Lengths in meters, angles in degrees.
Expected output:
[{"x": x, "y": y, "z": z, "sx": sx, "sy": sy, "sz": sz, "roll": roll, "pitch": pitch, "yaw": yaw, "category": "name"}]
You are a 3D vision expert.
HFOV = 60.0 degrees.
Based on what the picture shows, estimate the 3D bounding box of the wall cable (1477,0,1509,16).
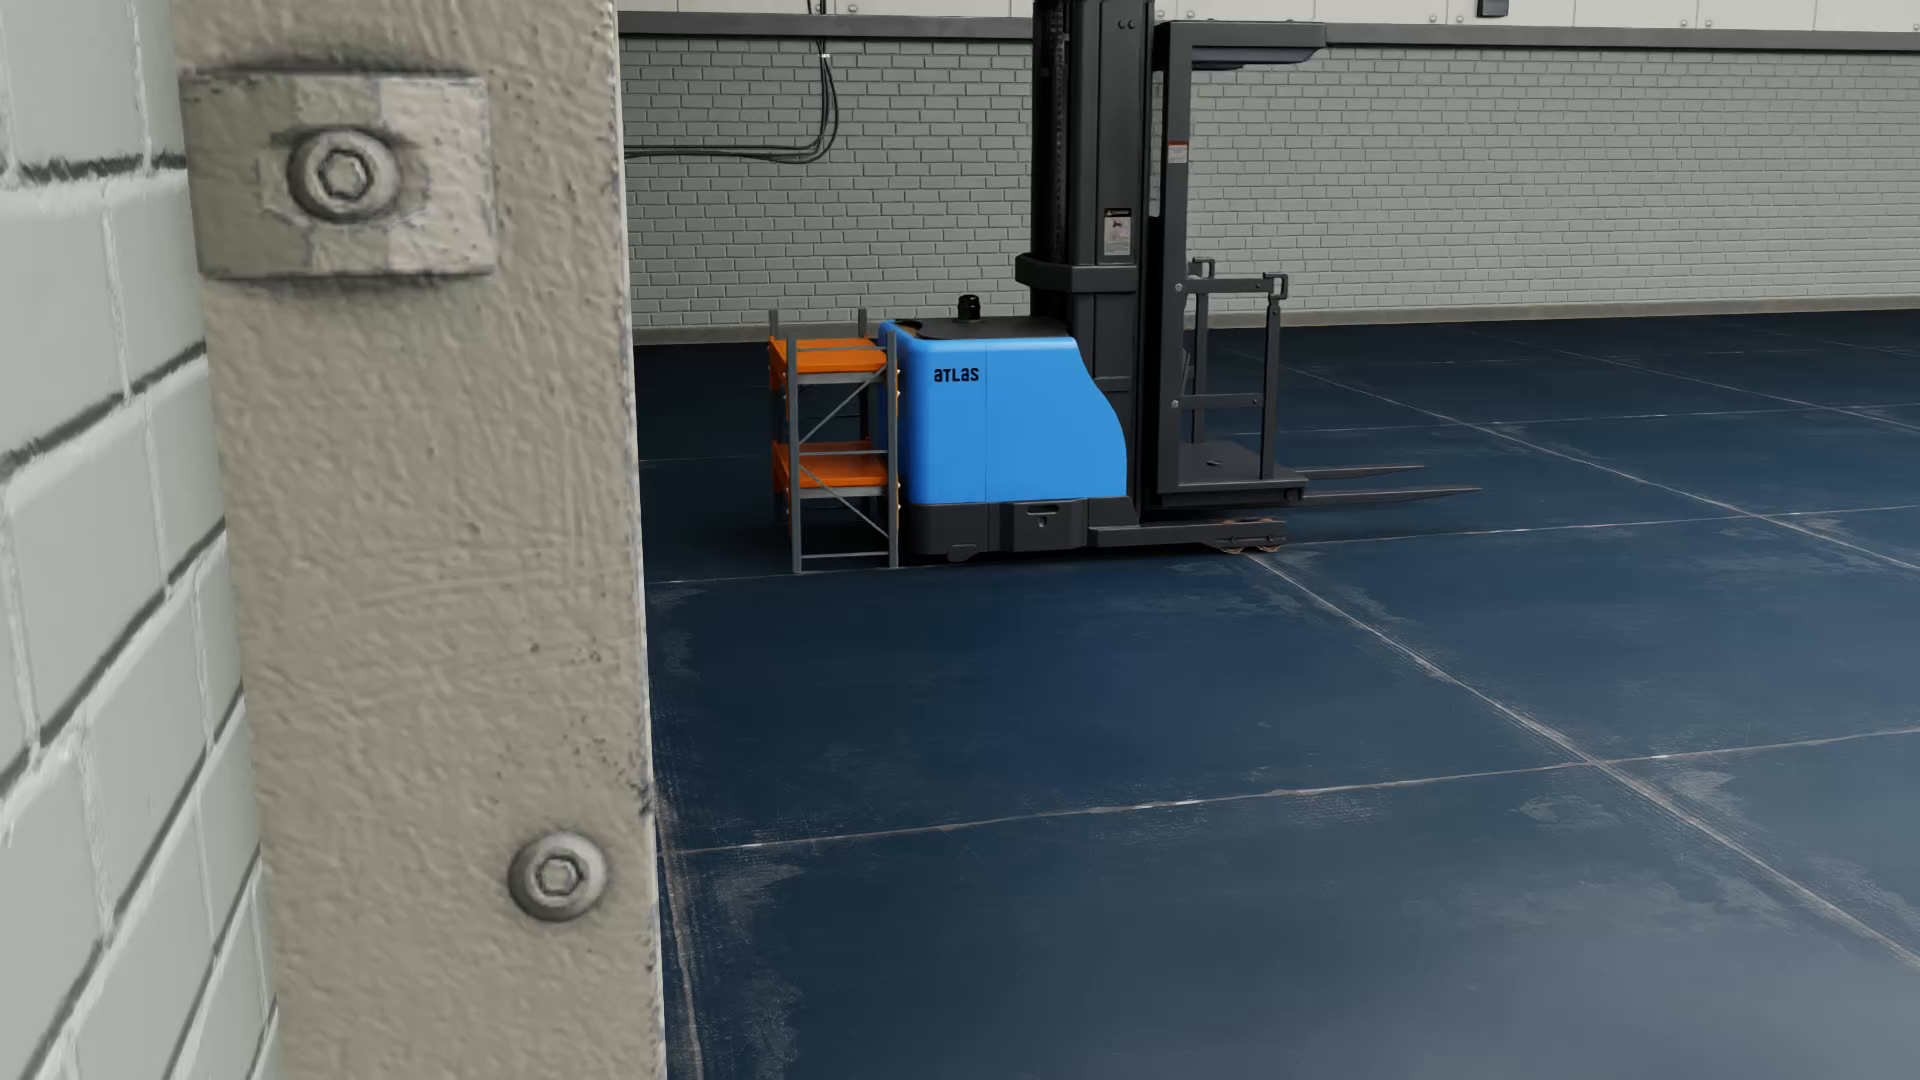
[{"x": 6.562, "y": -8.464, "z": 16.944, "sx": 2.305, "sy": 6.003, "sz": 0.169, "roll": -3, "pitch": 14, "yaw": -13, "category": "wall cable"}]

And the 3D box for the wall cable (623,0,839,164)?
[{"x": -2.670, "y": -4.778, "z": 15.565, "sx": 3.097, "sy": 2.526, "sz": 0.112, "roll": -3, "pitch": 14, "yaw": -13, "category": "wall cable"}]

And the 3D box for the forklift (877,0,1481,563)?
[{"x": 1.137, "y": -1.473, "z": 8.283, "sx": 3.031, "sy": 2.935, "sz": 1.130, "roll": -3, "pitch": 14, "yaw": -12, "category": "forklift"}]

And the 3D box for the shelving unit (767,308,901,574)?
[{"x": -0.633, "y": -0.519, "z": 8.180, "sx": 0.538, "sy": 1.125, "sz": 1.048, "roll": -3, "pitch": 14, "yaw": -10, "category": "shelving unit"}]

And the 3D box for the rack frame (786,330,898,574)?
[{"x": -0.539, "y": -0.400, "z": 7.694, "sx": 0.500, "sy": 1.125, "sz": 0.032, "roll": -3, "pitch": 14, "yaw": -10, "category": "rack frame"}]

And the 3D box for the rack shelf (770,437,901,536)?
[{"x": -0.633, "y": -0.281, "z": 8.238, "sx": 0.538, "sy": 0.278, "sz": 1.000, "roll": -3, "pitch": 14, "yaw": -10, "category": "rack shelf"}]

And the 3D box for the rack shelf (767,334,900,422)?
[{"x": -0.633, "y": -0.803, "z": 8.110, "sx": 0.538, "sy": 0.278, "sz": 1.000, "roll": -3, "pitch": 14, "yaw": -10, "category": "rack shelf"}]

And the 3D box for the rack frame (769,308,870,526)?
[{"x": -0.727, "y": -0.637, "z": 8.665, "sx": 0.500, "sy": 1.125, "sz": 0.032, "roll": -3, "pitch": 14, "yaw": -10, "category": "rack frame"}]
